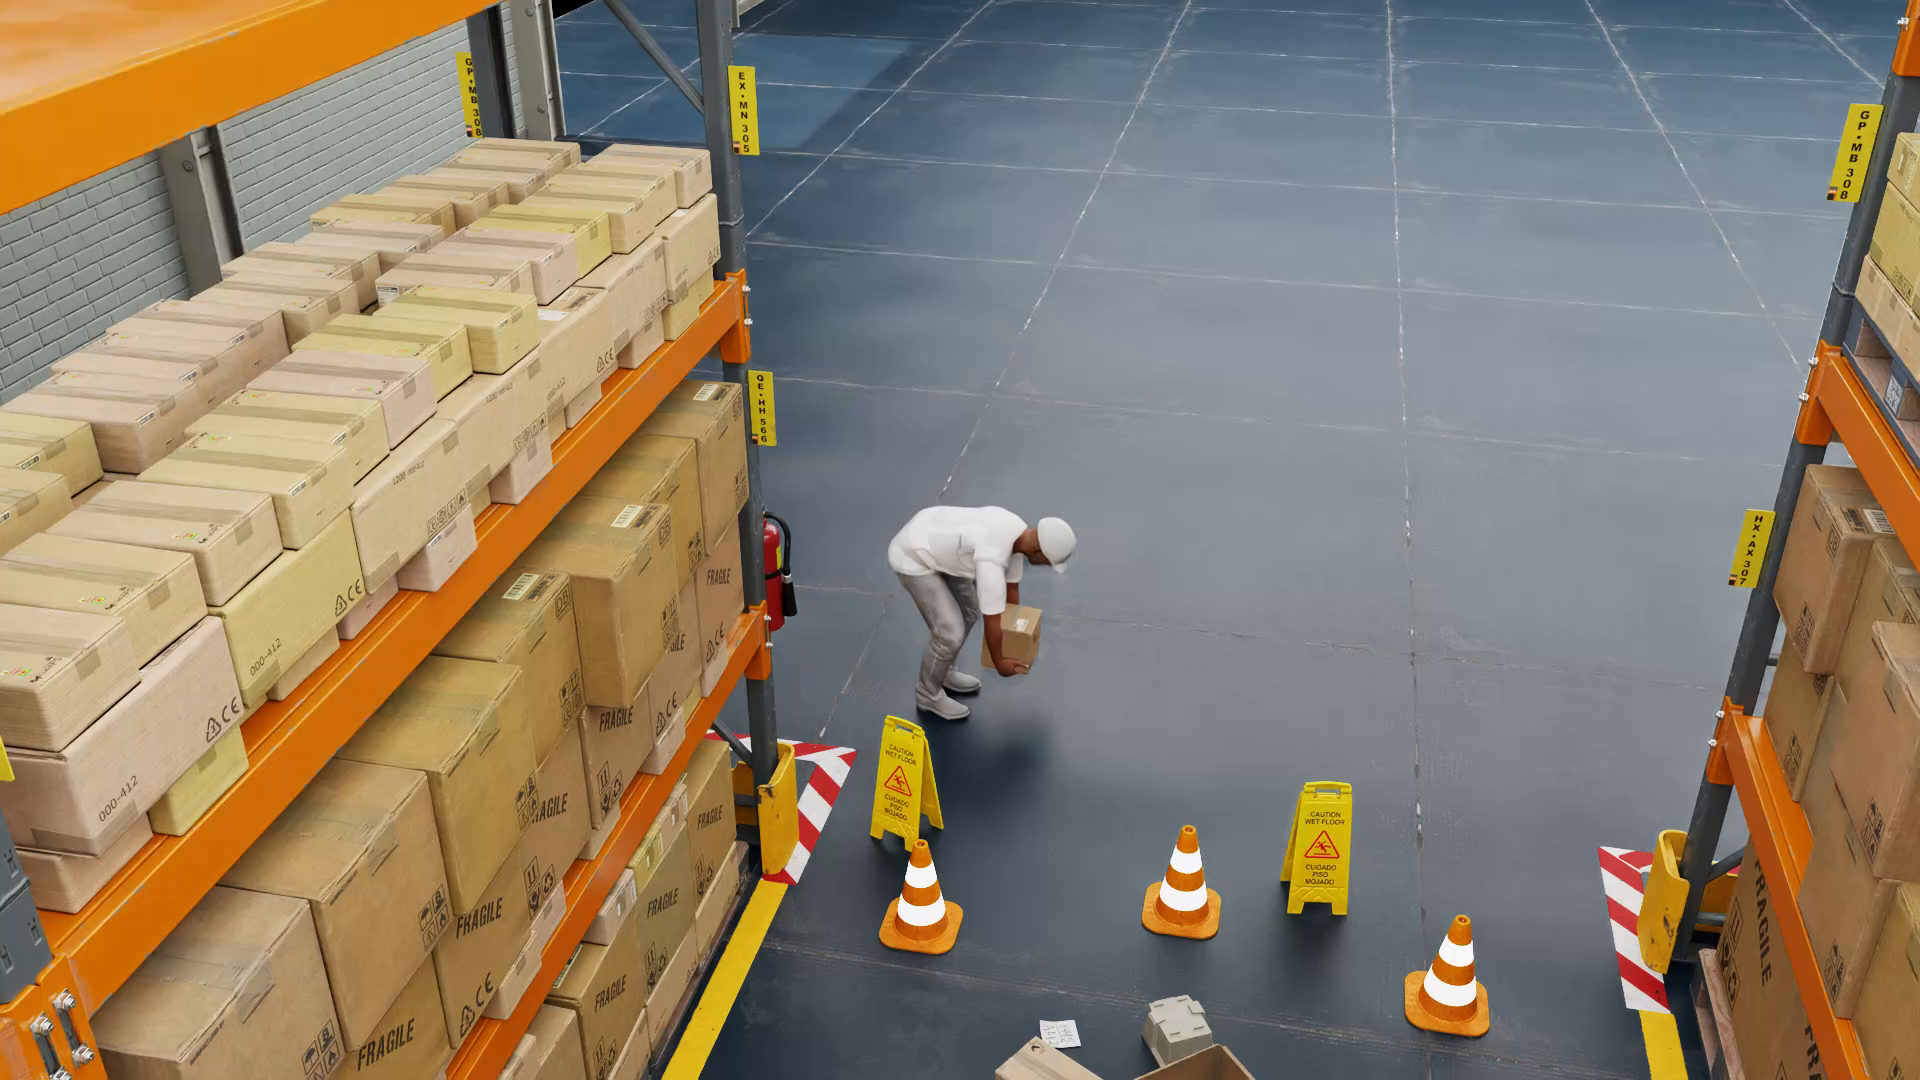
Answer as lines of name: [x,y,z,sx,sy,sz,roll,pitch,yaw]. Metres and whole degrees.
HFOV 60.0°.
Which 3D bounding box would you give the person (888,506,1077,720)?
person: [0.119,0.355,8.540,0.967,1.192,0.476,11,30,19]
